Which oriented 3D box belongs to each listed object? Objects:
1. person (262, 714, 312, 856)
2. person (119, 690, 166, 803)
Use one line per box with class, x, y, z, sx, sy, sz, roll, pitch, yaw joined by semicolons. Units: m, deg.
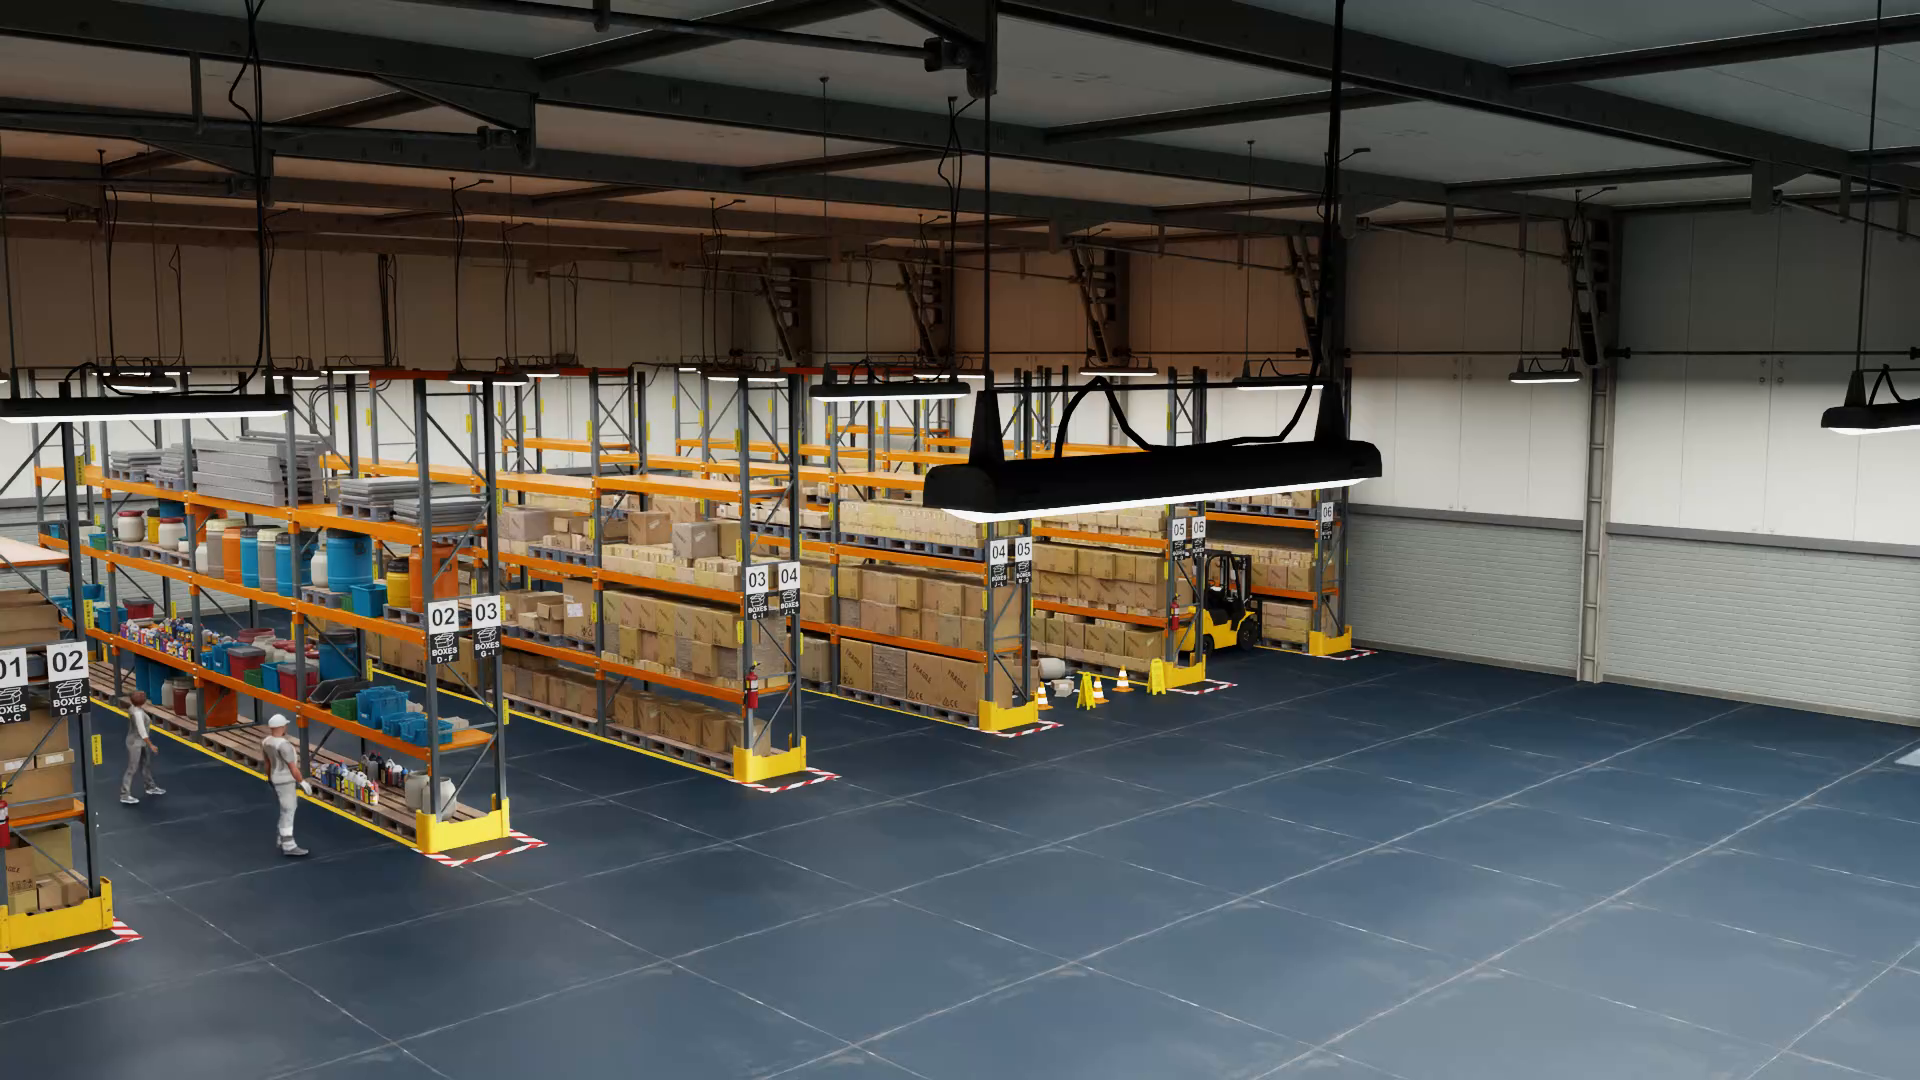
person;-8.499;3.090;21.013;0.544;1.834;0.633;-3;7;-27
person;-11.628;2.901;23.568;0.566;1.597;0.602;-3;7;-22
